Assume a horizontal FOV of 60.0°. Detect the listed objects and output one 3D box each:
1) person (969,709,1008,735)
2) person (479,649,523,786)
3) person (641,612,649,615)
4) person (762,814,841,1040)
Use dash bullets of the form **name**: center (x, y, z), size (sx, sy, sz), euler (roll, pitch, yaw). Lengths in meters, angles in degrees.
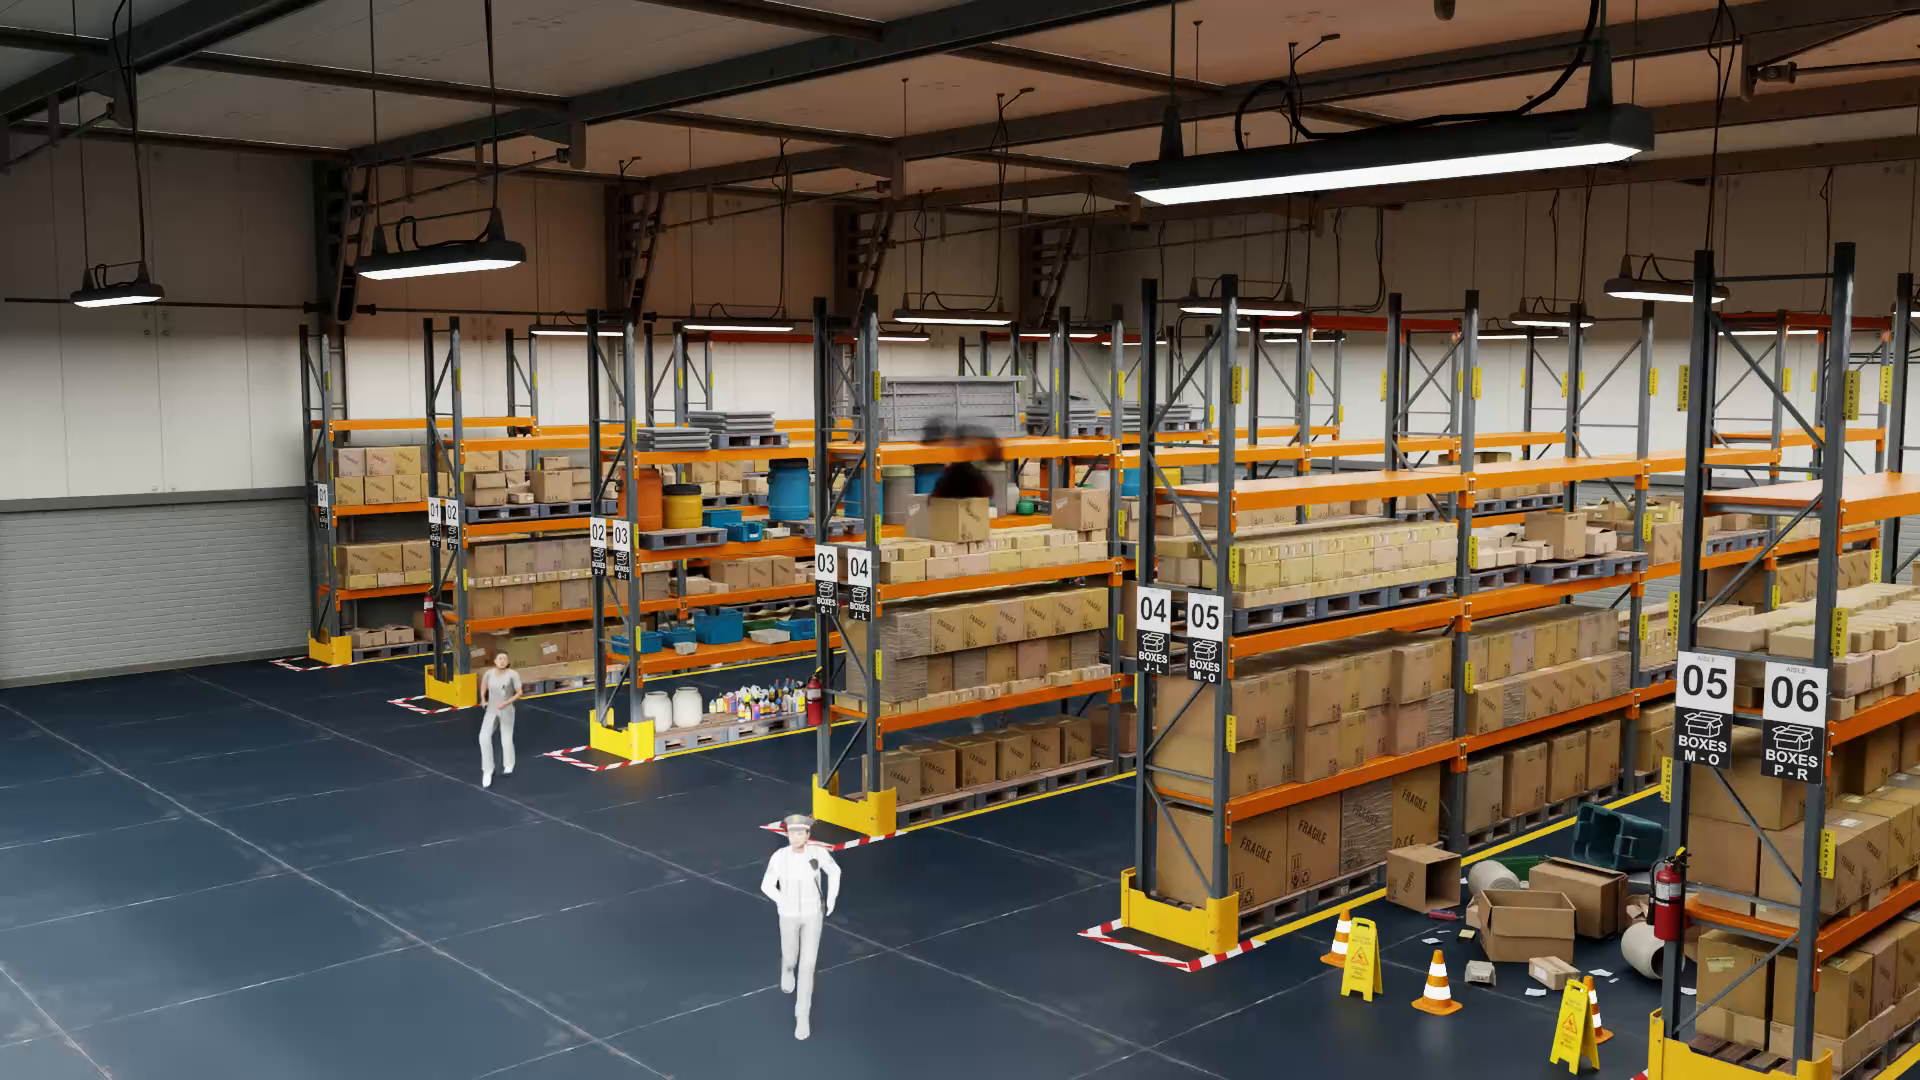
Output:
- **person**: center (0.330, 1.943, 23.468), size (0.688, 1.766, 0.819), euler (5, 8, 42)
- **person**: center (-5.817, 2.218, 21.090), size (0.571, 1.694, 0.700), euler (0, 6, 0)
- **person**: center (-5.760, 1.331, 30.349), size (0.531, 1.557, 0.539), euler (5, 8, 40)
- **person**: center (-1.263, 2.993, 13.278), size (0.624, 1.707, 0.914), euler (0, 6, -2)
